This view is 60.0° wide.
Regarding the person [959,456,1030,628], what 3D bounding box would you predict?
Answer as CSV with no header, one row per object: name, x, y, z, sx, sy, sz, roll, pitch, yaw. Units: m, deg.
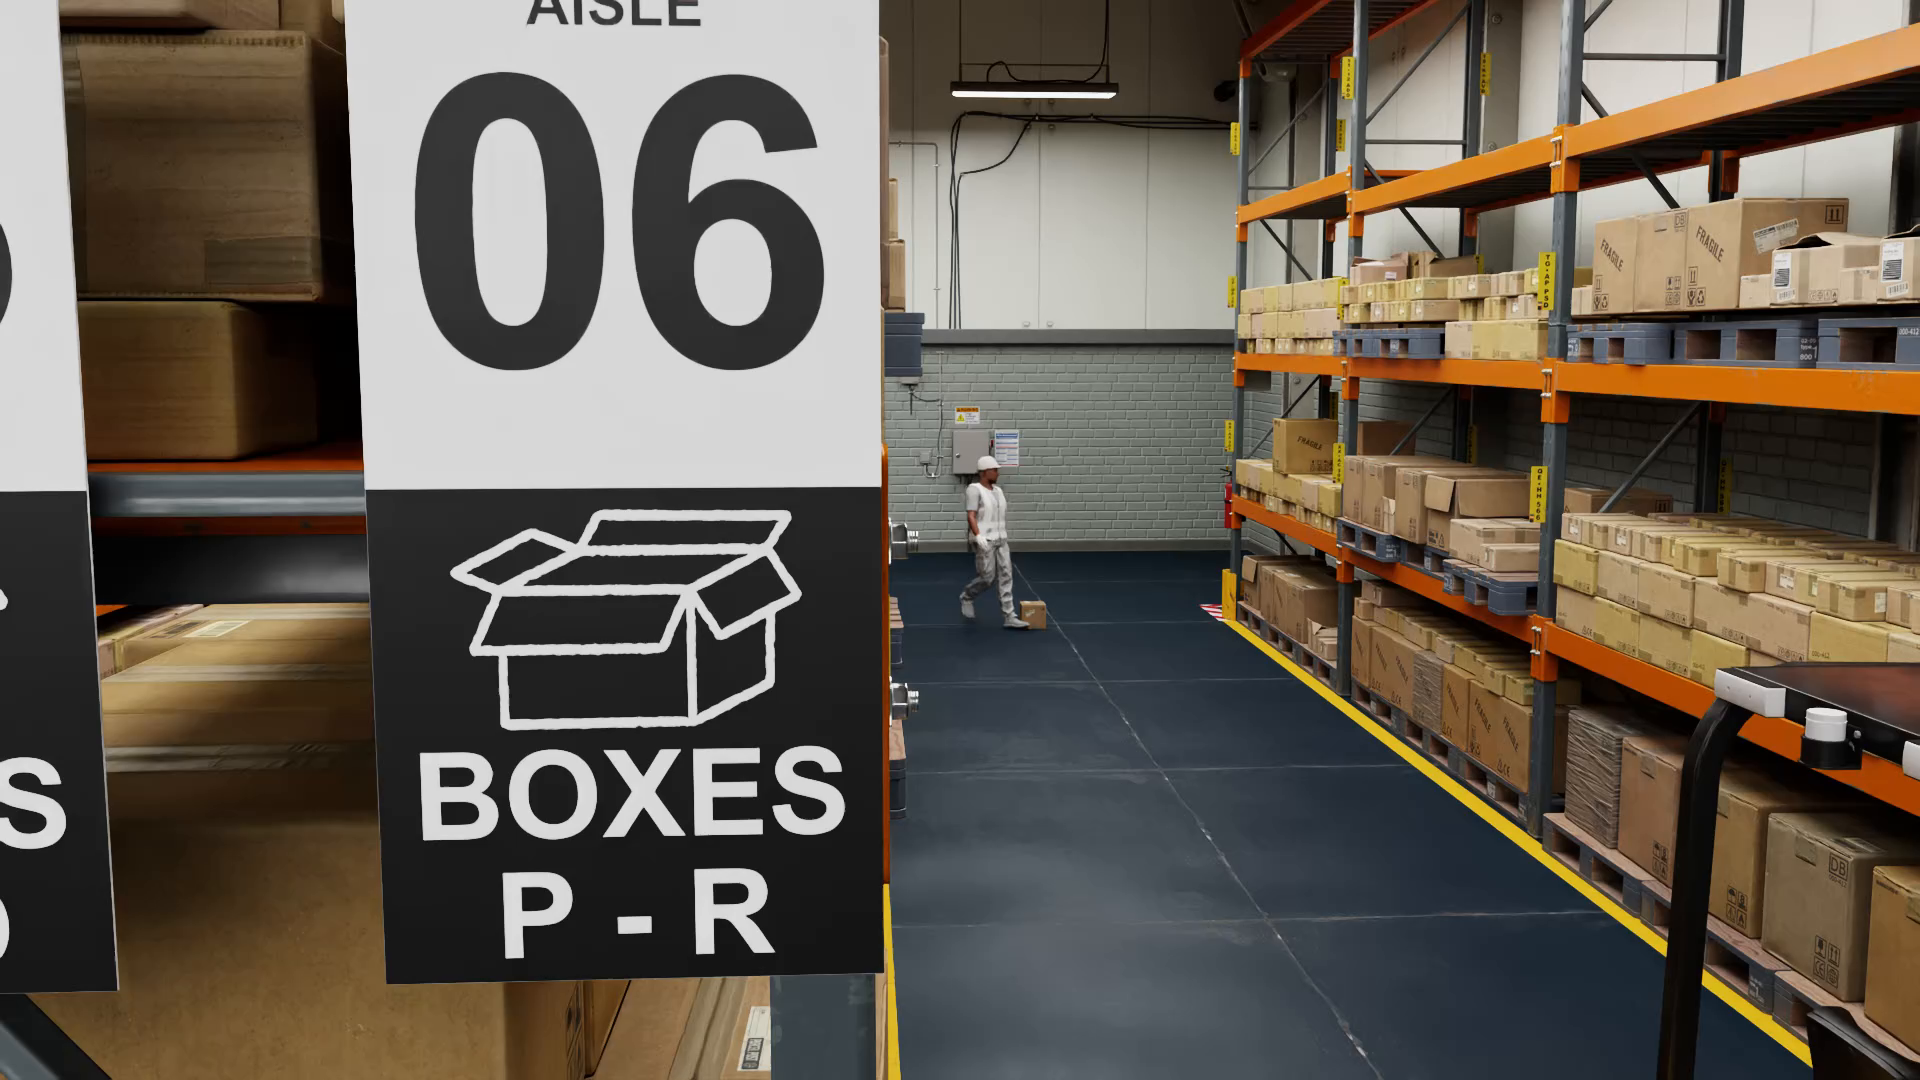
person,0.350,0.022,17.089,0.864,1.748,0.643,6,9,40
